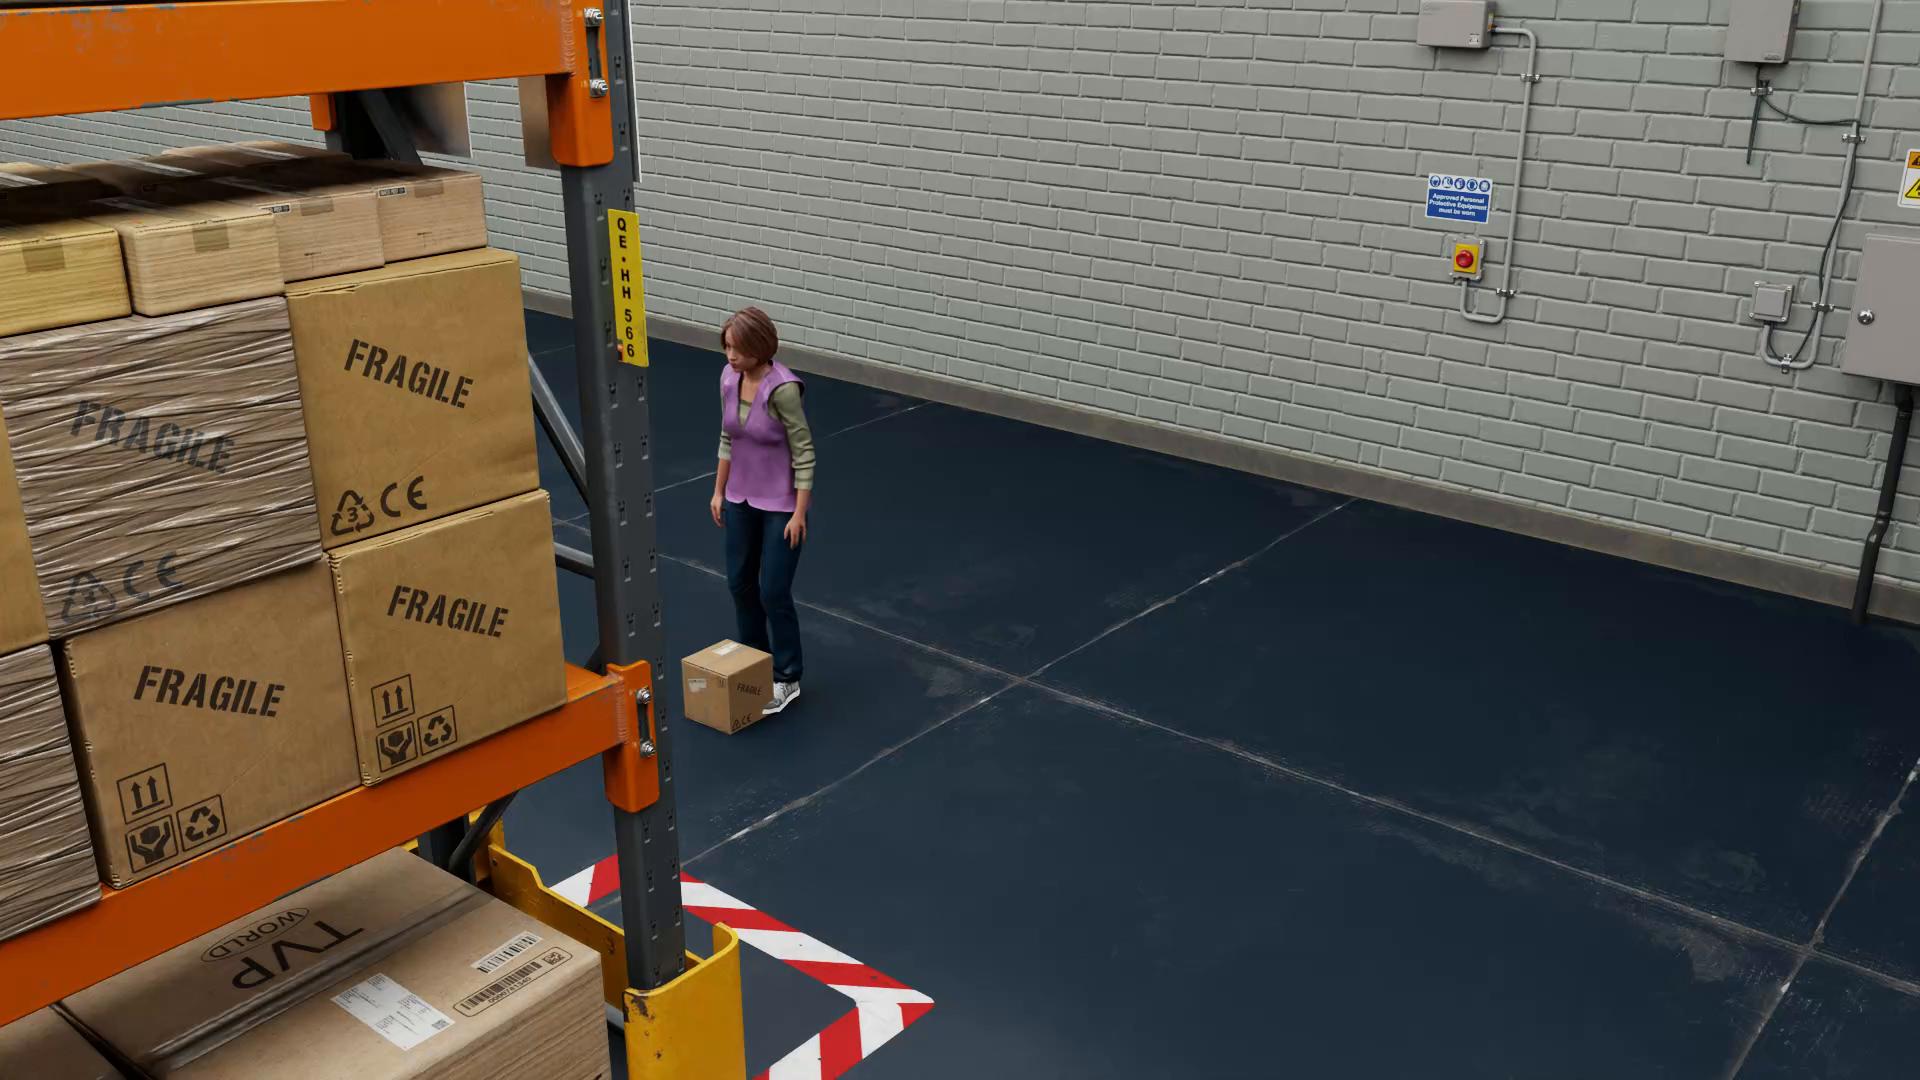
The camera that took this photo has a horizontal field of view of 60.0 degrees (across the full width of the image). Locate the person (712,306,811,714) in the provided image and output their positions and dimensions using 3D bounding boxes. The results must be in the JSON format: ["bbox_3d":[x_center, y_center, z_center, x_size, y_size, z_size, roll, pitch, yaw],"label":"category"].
[{"bbox_3d":[-0.768,-0.117,6.422,0.461,1.582,0.364,16,26,37],"label":"person"}]
